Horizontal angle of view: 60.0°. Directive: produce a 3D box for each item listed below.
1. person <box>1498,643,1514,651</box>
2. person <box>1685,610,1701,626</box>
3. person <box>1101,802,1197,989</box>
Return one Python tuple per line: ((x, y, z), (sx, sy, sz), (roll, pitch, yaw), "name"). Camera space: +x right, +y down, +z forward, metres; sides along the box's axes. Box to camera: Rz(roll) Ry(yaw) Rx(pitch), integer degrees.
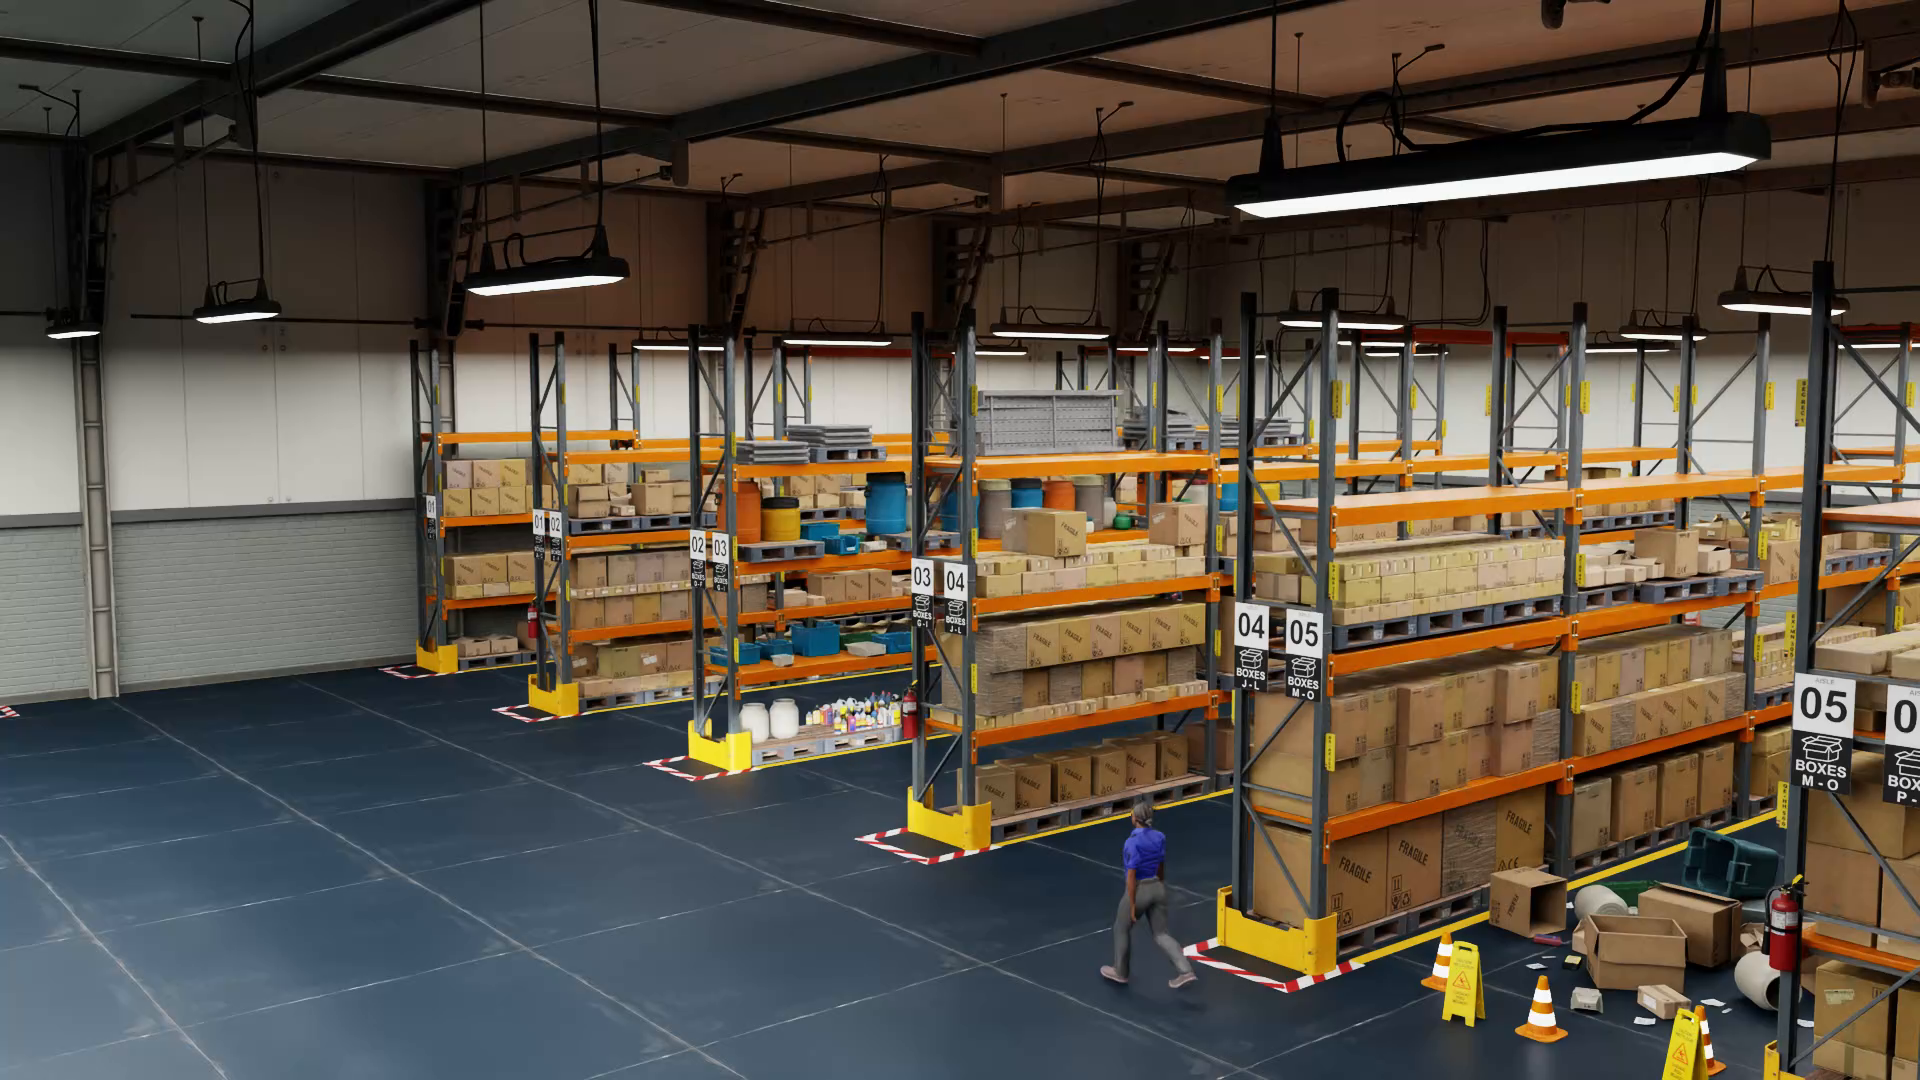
((7.290, 2.208, 22.379), (1.143, 1.706, 0.544), (-5, 7, -44), "person")
((13.061, 1.565, 29.885), (0.554, 1.689, 1.026), (-1, 5, -14), "person")
((1.596, 3.039, 14.187), (0.447, 1.610, 0.965), (-4, 7, -38), "person")
